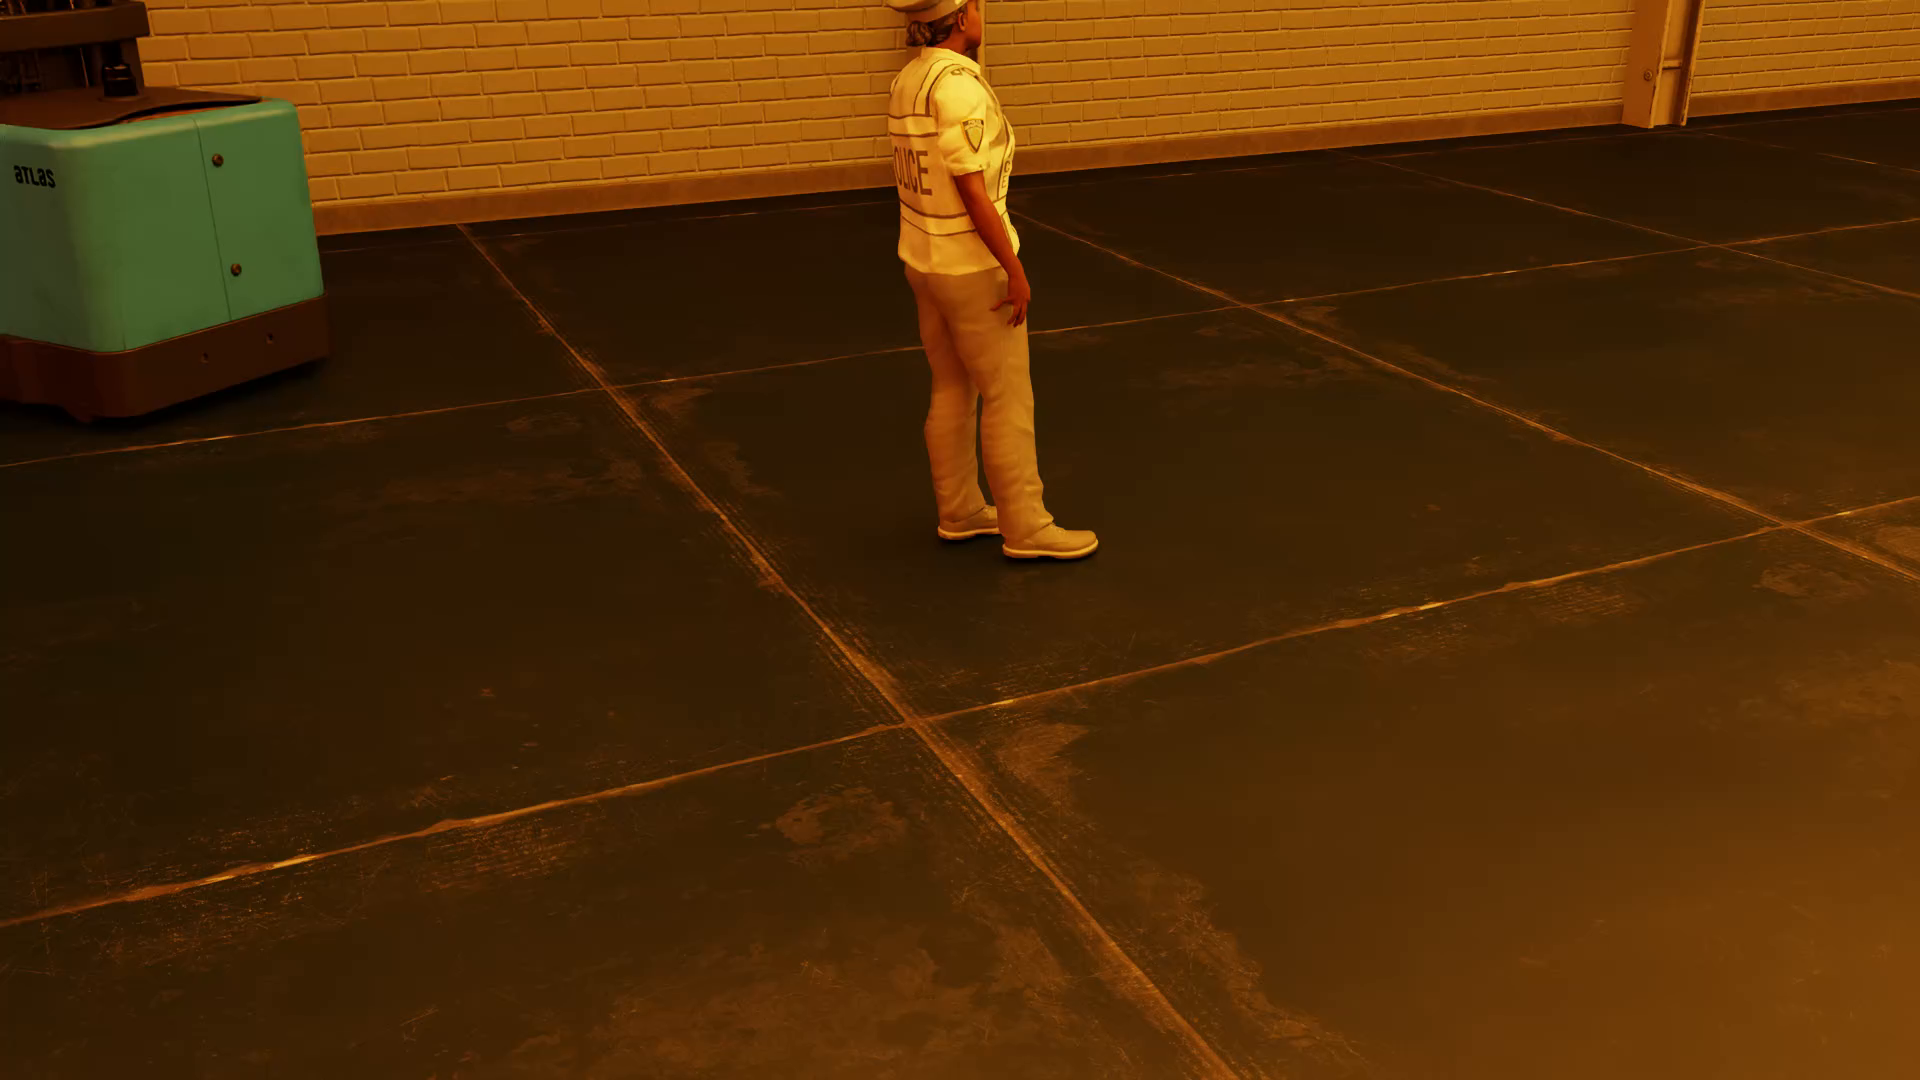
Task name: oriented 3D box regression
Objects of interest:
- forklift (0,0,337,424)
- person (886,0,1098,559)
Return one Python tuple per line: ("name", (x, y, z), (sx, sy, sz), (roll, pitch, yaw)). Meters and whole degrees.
("forklift", (-4.081, -2.161, 6.488), (3.031, 2.935, 1.130), (11, 25, 26))
("person", (0.076, -0.795, 4.792), (0.528, 1.697, 0.570), (-10, 25, -23))
